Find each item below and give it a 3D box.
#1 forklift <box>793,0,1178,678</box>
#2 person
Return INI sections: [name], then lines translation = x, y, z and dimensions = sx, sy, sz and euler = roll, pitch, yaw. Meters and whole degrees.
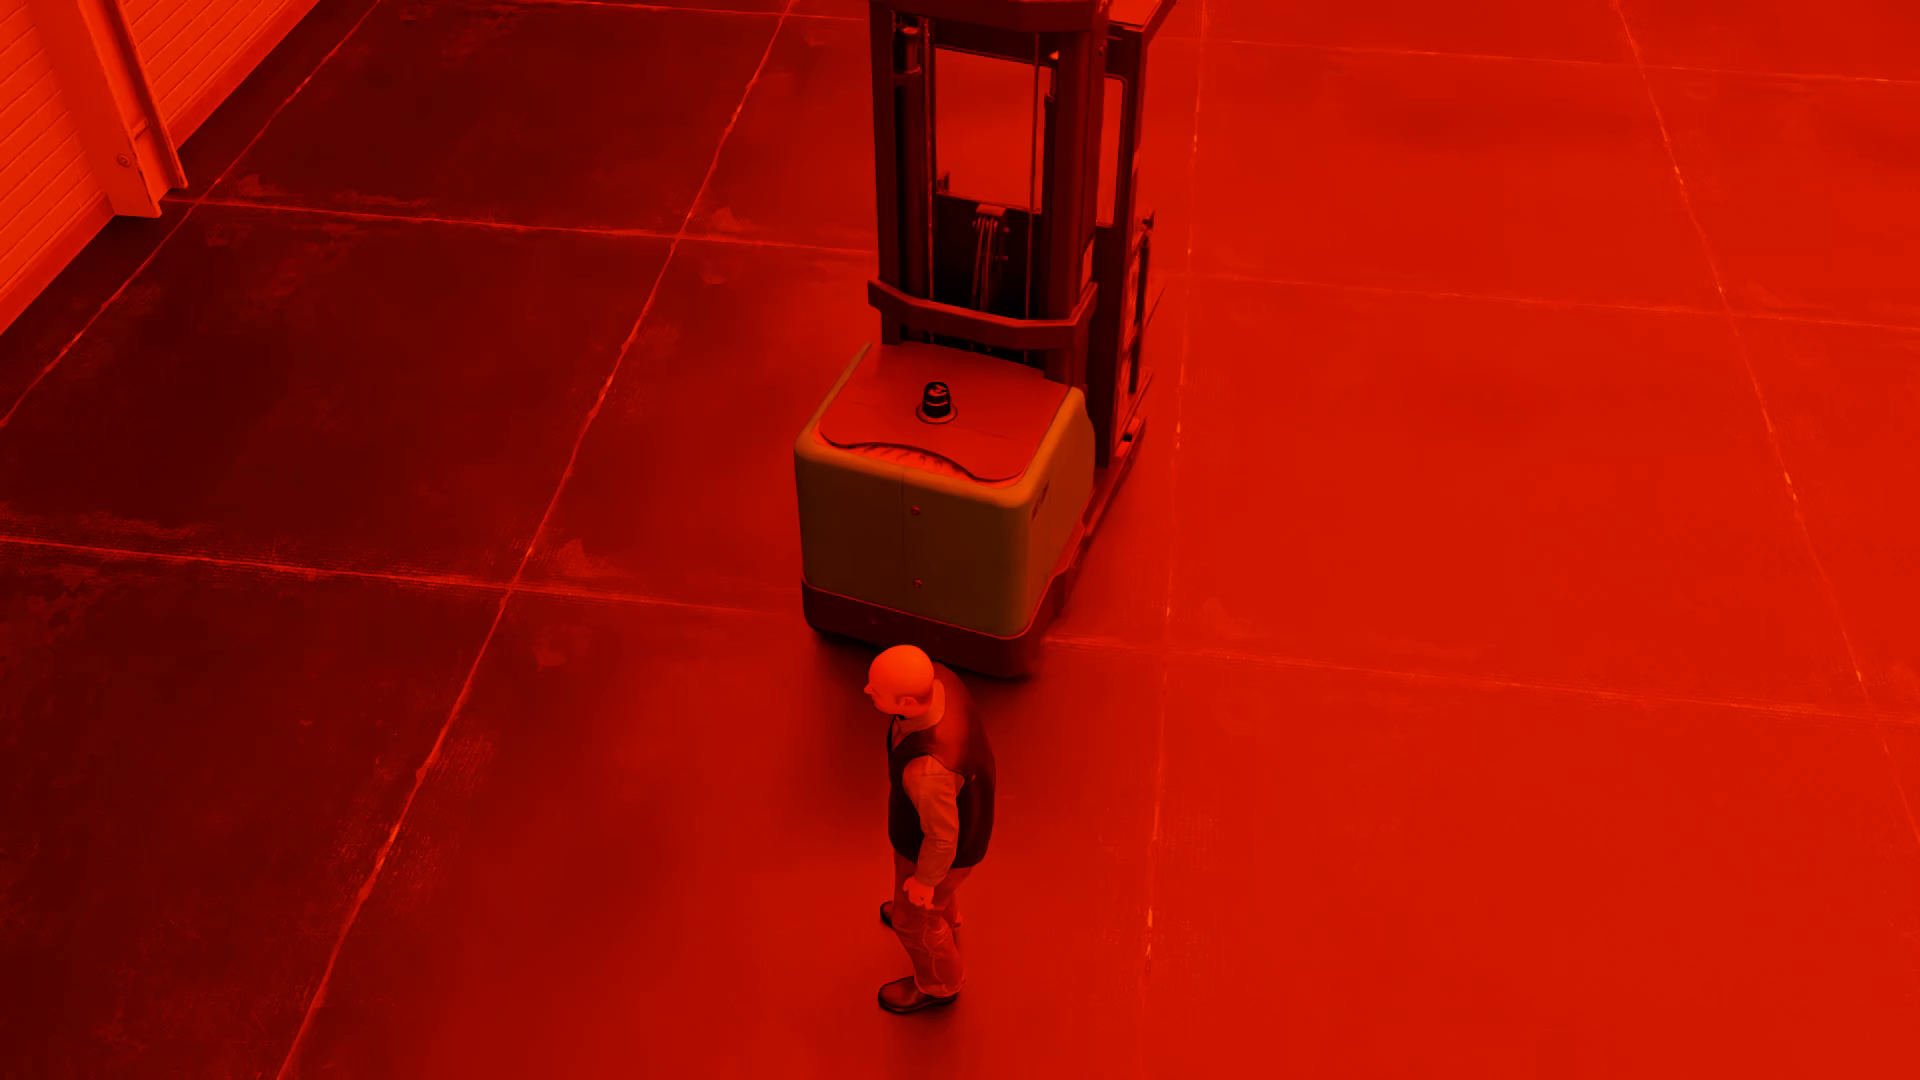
[forklift]
translation = 0.296, -1.498, 7.355
dimensions = 1.130, 2.935, 3.031
euler = 14, 44, 15
[person]
translation = -0.093, 0.956, 5.580
dimensions = 0.421, 1.719, 0.583
euler = -1, 43, -1
